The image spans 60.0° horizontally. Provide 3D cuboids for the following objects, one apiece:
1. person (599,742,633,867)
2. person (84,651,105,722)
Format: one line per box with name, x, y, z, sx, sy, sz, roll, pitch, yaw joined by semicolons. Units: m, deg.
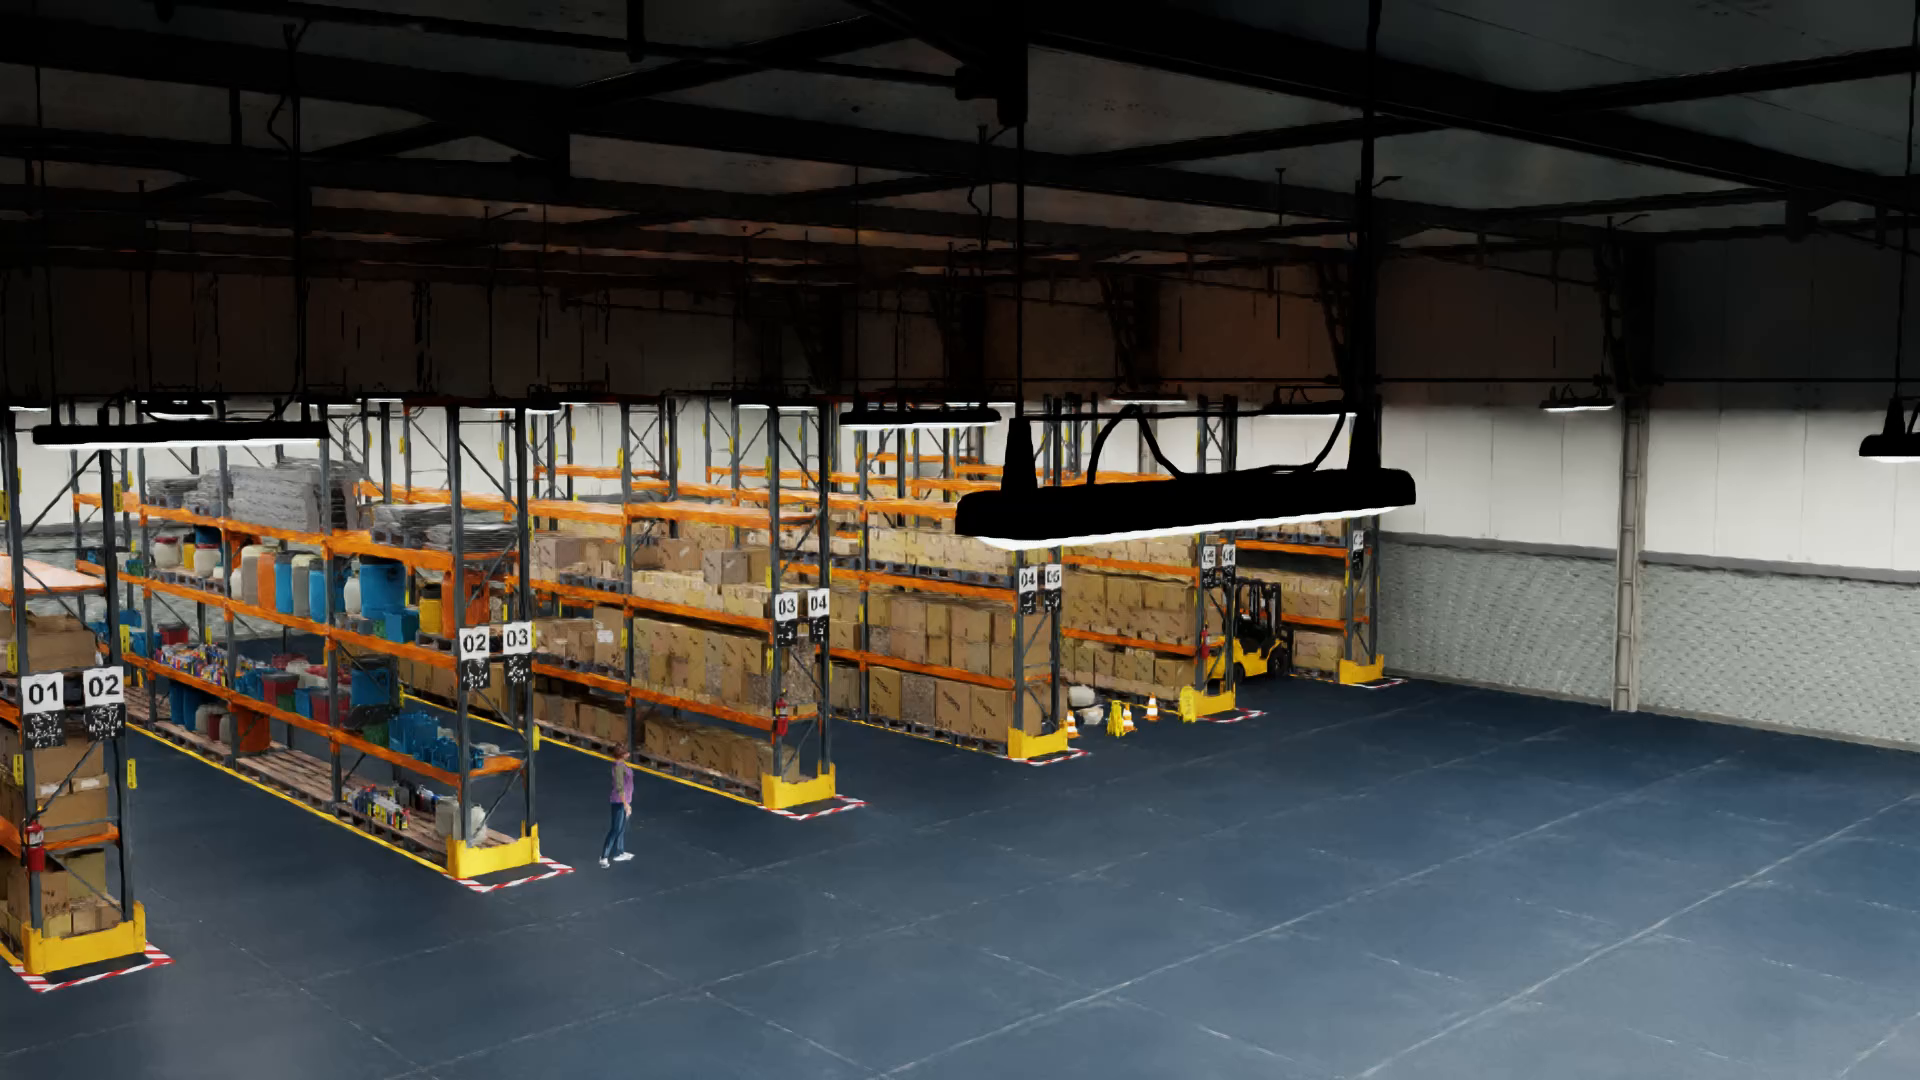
person;-4.487;3.448;21.701;0.430;1.592;0.584;-1;6;-5
person;-16.003;2.586;30.681;0.439;1.542;0.848;-3;6;-26
